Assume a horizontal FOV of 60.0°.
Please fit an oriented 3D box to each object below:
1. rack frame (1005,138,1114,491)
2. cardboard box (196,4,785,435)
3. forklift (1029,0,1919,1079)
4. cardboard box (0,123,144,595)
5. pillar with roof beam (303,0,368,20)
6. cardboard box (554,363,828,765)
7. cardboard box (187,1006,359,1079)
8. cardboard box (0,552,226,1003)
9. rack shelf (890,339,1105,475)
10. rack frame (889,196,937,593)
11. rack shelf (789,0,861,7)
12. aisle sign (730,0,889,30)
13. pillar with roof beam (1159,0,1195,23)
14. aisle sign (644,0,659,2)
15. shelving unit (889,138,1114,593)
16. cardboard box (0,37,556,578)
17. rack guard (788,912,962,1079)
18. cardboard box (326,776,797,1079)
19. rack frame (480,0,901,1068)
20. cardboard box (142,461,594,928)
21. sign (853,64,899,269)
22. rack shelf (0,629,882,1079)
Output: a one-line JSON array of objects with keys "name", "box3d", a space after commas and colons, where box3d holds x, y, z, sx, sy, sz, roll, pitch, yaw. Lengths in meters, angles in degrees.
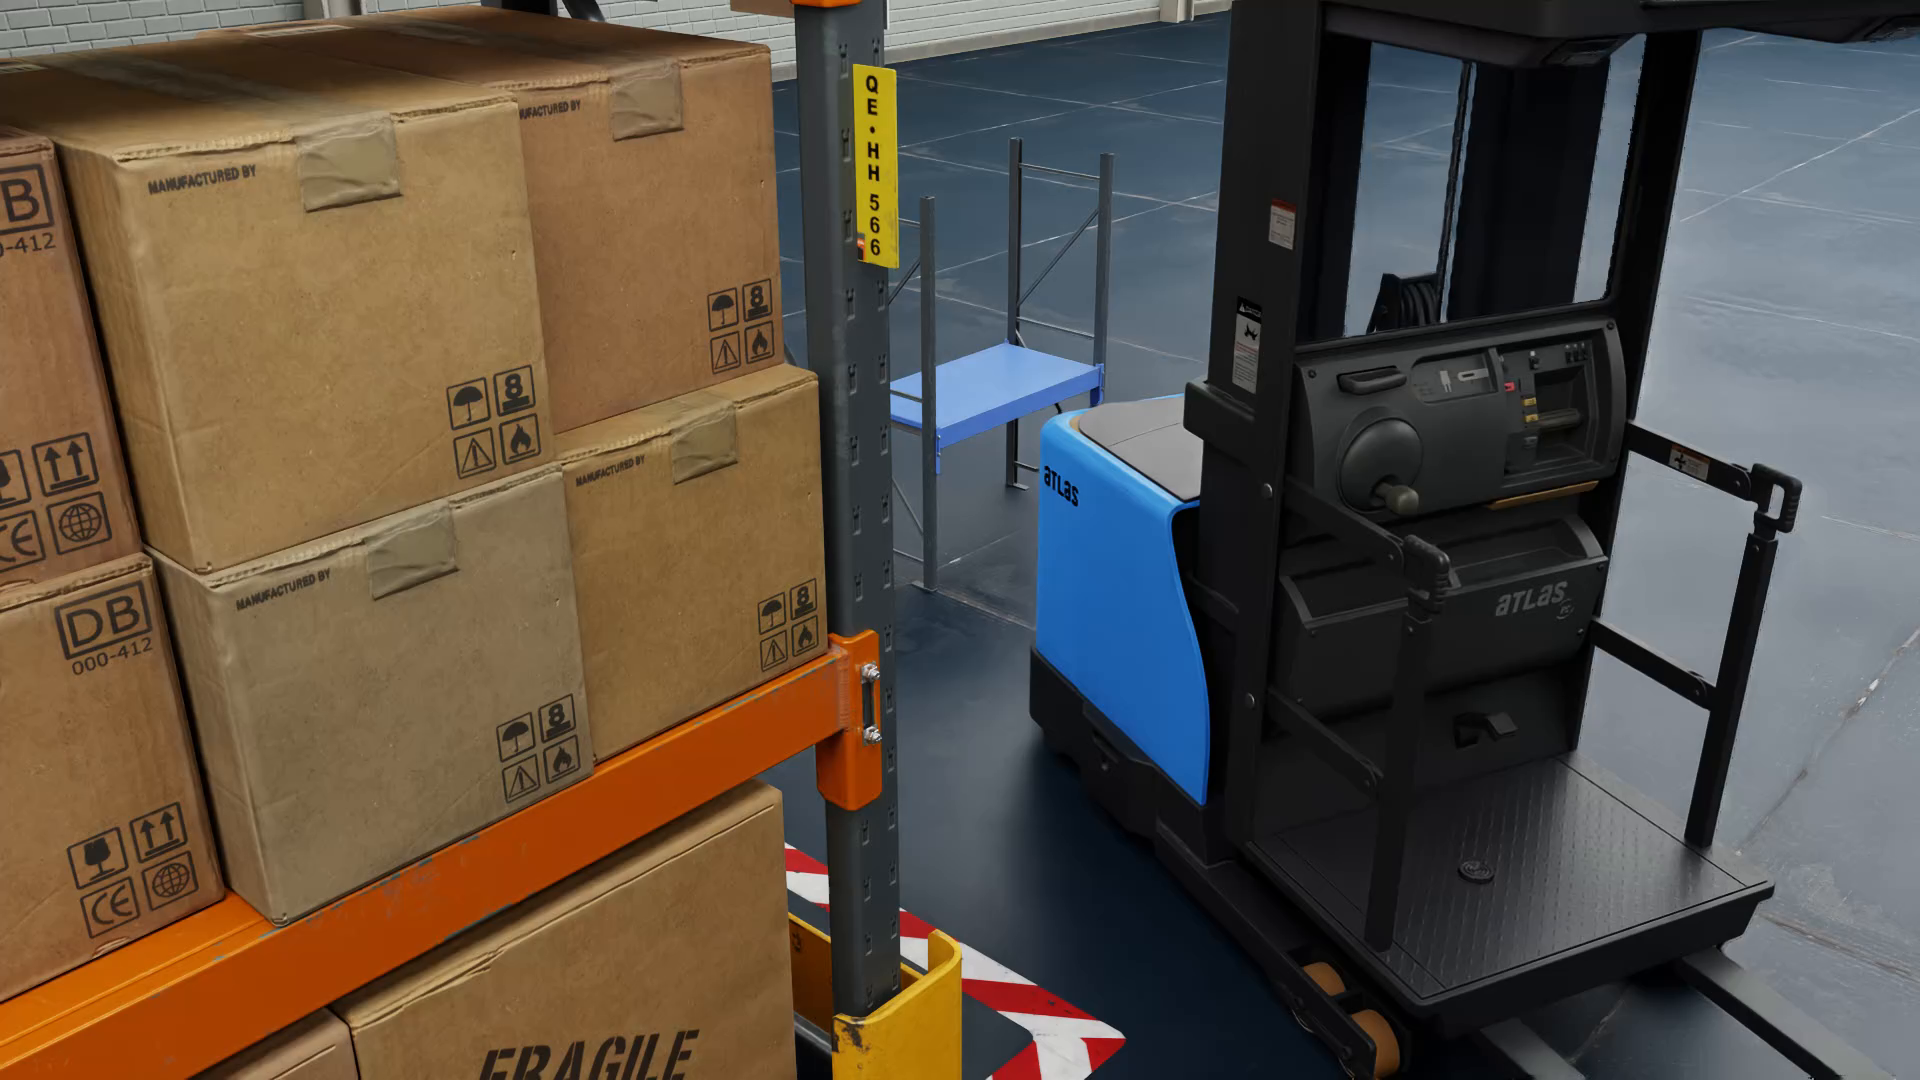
[{"name": "rack frame", "box3d": [0.396, -0.865, 6.847, 0.500, 1.500, 0.032, 20, 31, 38]}, {"name": "cardboard box", "box3d": [-0.812, -0.591, 2.898, 0.875, 0.550, 0.550, 20, 31, 38]}, {"name": "forklift", "box3d": [1.293, -0.265, 3.759, 1.130, 2.935, 3.031, -11, 26, -22]}, {"name": "cardboard box", "box3d": [-1.586, -0.264, 2.170, 0.875, 0.550, 0.550, 20, 31, 38]}, {"name": "pillar with roof beam", "box3d": [-1.914, -6.231, 9.648, 9.100, 9.000, 0.400, 20, 31, 38]}, {"name": "cardboard box", "box3d": [-0.750, -0.075, 3.068, 0.875, 0.550, 0.550, 20, 31, 38]}, {"name": "cardboard box", "box3d": [-1.525, 1.139, 2.626, 0.875, 0.875, 0.875, 20, 31, 37]}, {"name": "cardboard box", "box3d": [-1.568, 0.235, 2.376, 0.875, 0.550, 0.550, 20, 31, 38]}, {"name": "rack shelf", "box3d": [0.057, -0.546, 6.575, 0.538, 0.185, 1.000, 20, 31, 38]}, {"name": "rack frame", "box3d": [-0.282, -0.555, 6.156, 0.500, 1.500, 0.032, 20, 31, 38]}, {"name": "rack shelf", "box3d": [-1.871, -0.563, 1.552, 1.077, 0.370, 4.000, 20, 31, 38]}, {"name": "aisle sign", "box3d": [-0.265, -1.258, 2.712, 0.394, 0.787, 0.004, 20, 31, 38]}, {"name": "pillar with roof beam", "box3d": [6.095, -9.887, 17.802, 9.100, 9.000, 0.400, 20, 31, 38]}, {"name": "aisle sign", "box3d": [-0.712, -1.422, 3.077, 0.394, 0.787, 0.004, 20, 31, 38]}, {"name": "shelving unit", "box3d": [0.057, -0.710, 6.501, 0.538, 1.500, 1.048, 20, 31, 38]}, {"name": "cardboard box", "box3d": [-1.111, -0.398, 2.468, 0.875, 0.550, 0.550, 20, 31, 38]}, {"name": "rack guard", "box3d": [-0.520, 1.001, 3.906, 1.175, 0.500, 0.348, 20, 31, 38]}, {"name": "cardboard box", "box3d": [-0.939, 0.871, 3.226, 0.875, 0.875, 0.875, 20, 31, 38]}, {"name": "rack frame", "box3d": [-0.536, -0.132, 3.378, 1.000, 3.000, 0.127, 20, 31, 38]}, {"name": "cardboard box", "box3d": [-1.100, 0.099, 2.680, 0.875, 0.550, 0.550, 20, 31, 38]}, {"name": "sign", "box3d": [-0.141, -0.616, 2.753, 0.100, 0.325, 0.005, 20, 31, 38]}, {"name": "rack shelf", "box3d": [-1.871, 0.806, 2.166, 1.077, 0.370, 4.000, 20, 31, 38]}]
